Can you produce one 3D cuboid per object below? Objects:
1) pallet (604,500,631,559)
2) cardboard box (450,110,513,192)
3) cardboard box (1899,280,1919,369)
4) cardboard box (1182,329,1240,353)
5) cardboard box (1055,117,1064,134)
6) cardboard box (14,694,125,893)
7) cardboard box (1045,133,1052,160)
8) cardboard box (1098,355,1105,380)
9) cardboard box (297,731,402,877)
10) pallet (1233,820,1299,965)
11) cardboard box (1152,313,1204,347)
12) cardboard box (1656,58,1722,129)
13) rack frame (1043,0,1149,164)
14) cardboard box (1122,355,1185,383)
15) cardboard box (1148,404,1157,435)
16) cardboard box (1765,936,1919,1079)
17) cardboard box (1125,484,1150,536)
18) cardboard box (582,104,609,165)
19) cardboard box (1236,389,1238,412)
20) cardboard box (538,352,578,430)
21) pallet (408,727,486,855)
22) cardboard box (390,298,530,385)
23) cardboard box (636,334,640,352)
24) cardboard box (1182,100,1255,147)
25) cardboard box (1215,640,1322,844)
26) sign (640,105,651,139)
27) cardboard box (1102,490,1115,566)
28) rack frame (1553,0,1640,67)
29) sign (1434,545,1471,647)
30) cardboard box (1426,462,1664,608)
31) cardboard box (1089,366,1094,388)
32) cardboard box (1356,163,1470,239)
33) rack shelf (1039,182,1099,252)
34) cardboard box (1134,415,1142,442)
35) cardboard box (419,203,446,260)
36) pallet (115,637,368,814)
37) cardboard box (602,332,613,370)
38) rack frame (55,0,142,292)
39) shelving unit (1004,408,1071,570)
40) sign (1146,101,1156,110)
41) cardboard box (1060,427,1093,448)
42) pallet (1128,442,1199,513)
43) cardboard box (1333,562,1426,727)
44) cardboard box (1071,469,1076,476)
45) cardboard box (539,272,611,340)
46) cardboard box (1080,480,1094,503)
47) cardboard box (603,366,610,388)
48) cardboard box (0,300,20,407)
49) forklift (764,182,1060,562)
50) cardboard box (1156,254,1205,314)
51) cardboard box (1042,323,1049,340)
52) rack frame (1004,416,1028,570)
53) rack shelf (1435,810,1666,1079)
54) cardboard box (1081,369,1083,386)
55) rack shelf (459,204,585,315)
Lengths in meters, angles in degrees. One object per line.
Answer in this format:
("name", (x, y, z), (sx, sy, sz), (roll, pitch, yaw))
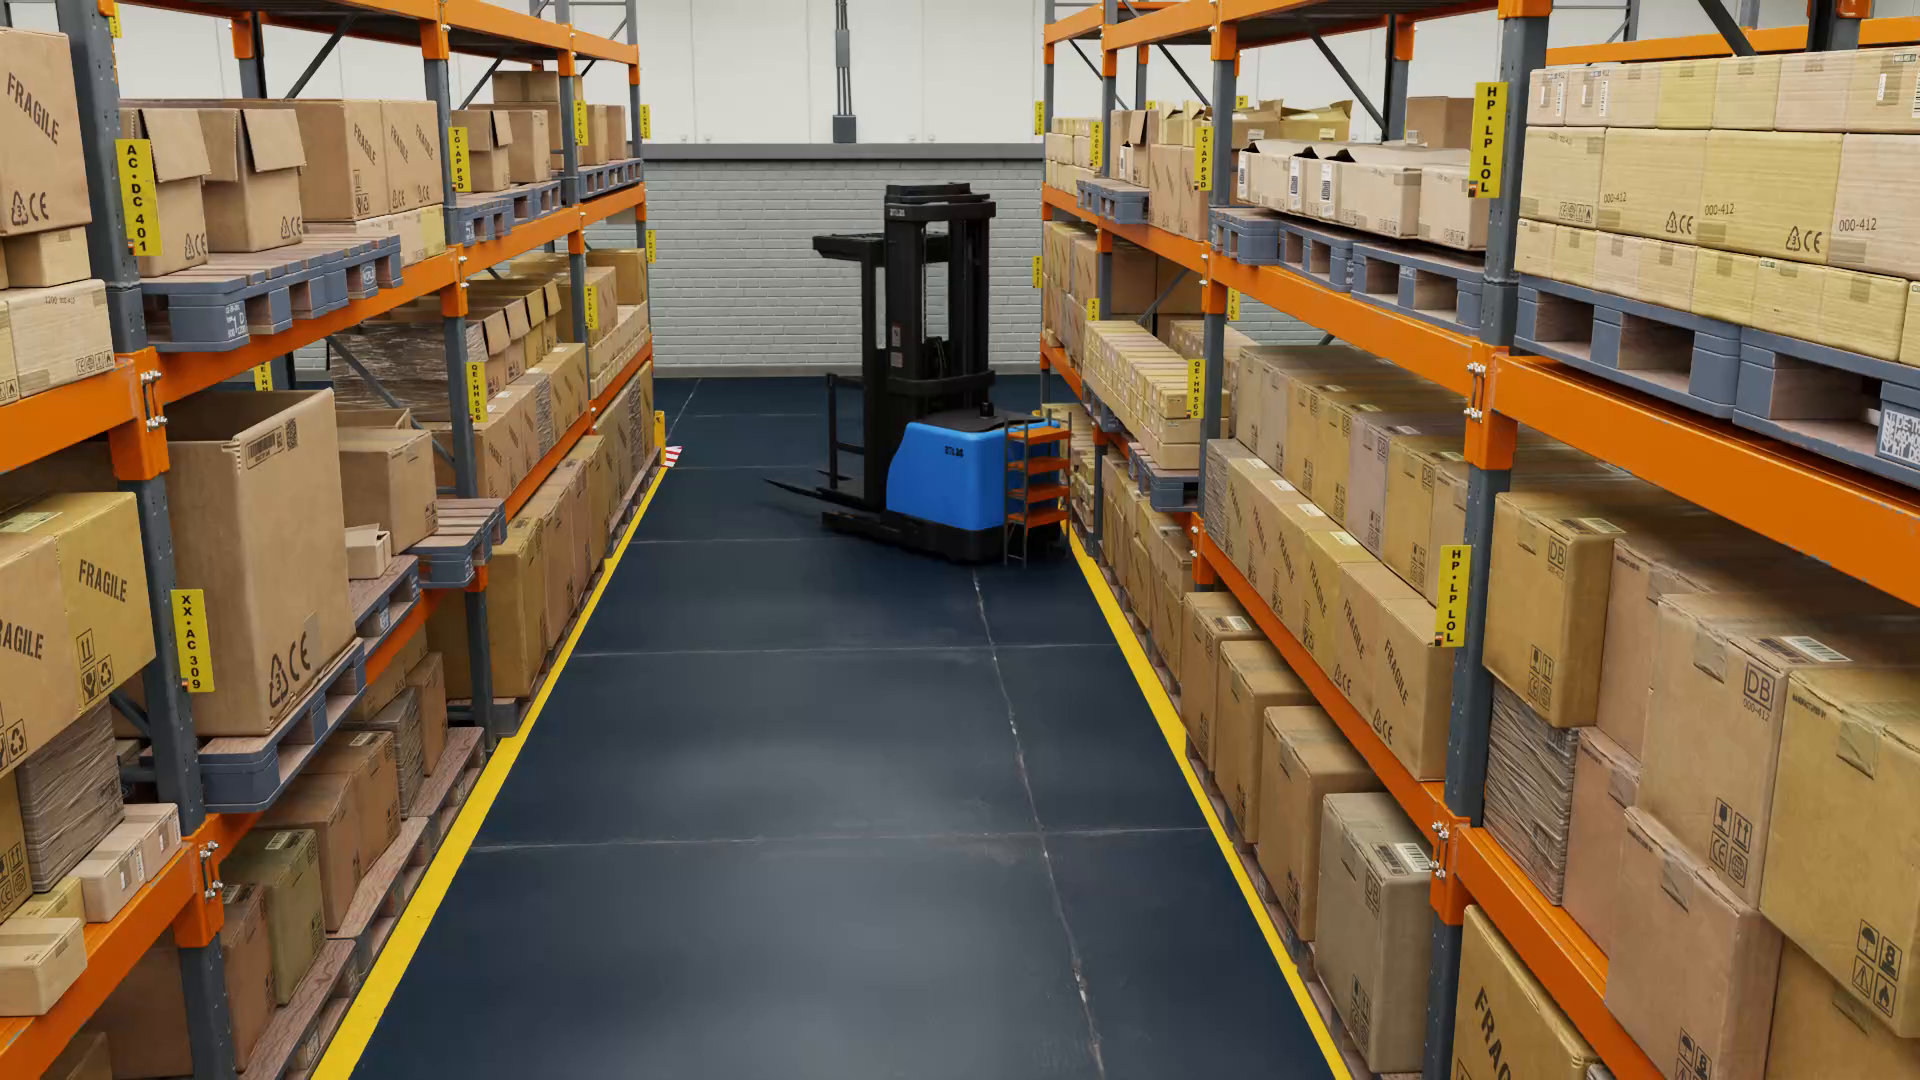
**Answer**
("pallet", (-3.349, -0.091, 13.957), (1.003, 0.211, 1.213), (-1, 14, -3))
("cardboard box", (-3.280, -2.470, 10.538), (0.797, 0.503, 0.637), (-1, 14, -4))
("cardboard box", (1.868, -0.358, 2.839), (0.380, 0.149, 0.250), (-1, 14, -3))
("cardboard box", (1.828, -1.445, 12.089), (0.380, 0.149, 0.250), (-1, 14, -5))
("cardboard box", (1.078, -3.836, 15.394), (0.380, 0.149, 0.250), (-1, 14, -3))
("cardboard box", (-2.918, 0.659, 4.649), (0.875, 0.500, 0.500), (-1, 14, -3))
("cardboard box", (1.098, -3.804, 16.070), (0.500, 0.250, 0.500), (-1, 14, -3))
("cardboard box", (1.194, -1.230, 11.853), (0.380, 0.149, 0.250), (-2, 15, -6))
("cardboard box", (-2.981, 1.186, 7.531), (0.700, 0.500, 0.500), (0, 14, 1))
("pallet", (1.871, 1.542, 7.608), (1.003, 0.211, 1.213), (-1, 14, -3))
("cardboard box", (1.798, -1.622, 13.514), (0.500, 0.500, 0.500), (-1, 14, -4))
("cardboard box", (1.804, -0.997, 3.722), (0.380, 0.149, 0.250), (-1, 14, -4))
("rack frame", (1.329, -5.203, 16.189), (1.000, 3.000, 0.127), (-1, 14, -3))
("cardboard box", (1.259, -1.114, 10.805), (0.380, 0.149, 0.250), (0, 14, -1))
("cardboard box", (1.322, -0.716, 9.854), (0.380, 0.149, 0.250), (0, 14, -1))
("cardboard box", (2.213, 1.109, 3.397), (0.875, 0.550, 0.500), (-1, 14, -3))
("cardboard box", (1.422, -0.212, 11.498), (0.500, 0.250, 0.500), (0, 14, -1))
("cardboard box", (-3.408, -3.464, 14.206), (0.700, 0.500, 0.500), (0, 14, -1))
("cardboard box", (1.941, -0.854, 10.389), (0.380, 0.149, 0.250), (-1, 14, -3))
("cardboard box", (-3.054, -1.065, 11.943), (0.500, 0.500, 0.500), (0, 14, -2))
("pallet", (-3.085, 1.288, 8.596), (1.003, 0.211, 1.213), (-1, 14, -3))
("cardboard box", (-3.247, -1.302, 10.852), (0.797, 0.503, 0.637), (0, 14, -2))
("cardboard box", (-3.230, -1.852, 15.707), (0.380, 0.149, 0.250), (-1, 14, -2))
("cardboard box", (1.494, -2.404, 9.592), (0.396, 0.266, 0.258), (-1, 14, -3))
("cardboard box", (1.830, 0.948, 7.993), (1.050, 0.750, 0.750), (-1, 14, -3))
("sign", (-3.085, -4.094, 16.282), (0.100, 0.325, 0.005), (-1, 14, -3))
("cardboard box", (1.358, -0.108, 12.599), (0.500, 0.500, 0.500), (0, 14, -1))
("rack frame", (6.264, -5.305, 16.584), (1.000, 3.000, 0.127), (-1, 14, -3))
("sign", (1.532, 0.175, 5.161), (0.100, 0.325, 0.005), (-1, 14, -3))
("cardboard box", (2.036, 0.031, 5.680), (0.700, 0.500, 0.500), (-1, 14, -4))
("cardboard box", (1.165, -1.211, 12.373), (0.380, 0.149, 0.250), (-1, 14, -3))
("cardboard box", (1.777, -1.249, 6.098), (0.500, 0.250, 0.500), (-1, 14, -4))
("rack shelf", (1.453, -2.905, 14.719), (1.077, 0.370, 4.000), (-1, 14, -3))
("cardboard box", (1.294, -0.693, 10.362), (0.380, 0.149, 0.250), (-1, 14, -4))
("cardboard box", (-2.858, -1.522, 8.204), (0.500, 0.250, 0.500), (-1, 14, -3))
("pallet", (-2.786, 0.639, 5.909), (1.003, 0.211, 1.213), (-1, 14, -3))
("cardboard box", (-3.173, -1.567, 13.803), (0.500, 0.250, 0.500), (-1, 14, -4))
("rack frame", (-2.884, -2.167, 4.390), (1.000, 3.000, 0.127), (-1, 14, -3))
("shelving unit", (0.615, -0.408, 13.206), (0.503, 1.200, 0.258), (-13, 19, -41))
("sign", (1.884, -4.183, 16.466), (0.100, 0.325, 0.005), (-1, 14, -3))
("cardboard box", (1.124, -0.946, 15.368), (0.380, 0.149, 0.250), (-1, 14, -3))
("pallet", (1.674, -0.391, 9.910), (1.213, 0.211, 1.003), (-1, 14, -3))
("cardboard box", (1.742, 0.387, 6.302), (0.500, 0.500, 0.500), (-1, 14, -4))
("cardboard box", (1.200, -0.541, 14.988), (0.380, 0.149, 0.250), (-1, 14, -2))
("cardboard box", (-3.177, -1.932, 13.713), (0.500, 0.500, 0.500), (-1, 14, -3))
("cardboard box", (1.211, -0.410, 13.882), (0.380, 0.149, 0.250), (-2, 15, -6))
("cardboard box", (-3.099, -1.339, 13.716), (0.380, 0.149, 0.250), (0, 14, -2))
("cardboard box", (-2.573, -0.402, 3.852), (0.500, 0.250, 0.500), (-1, 14, -2))
("forklift", (-0.539, -1.544, 14.145), (1.130, 2.935, 3.031), (-13, 19, -41))
("cardboard box", (1.792, -2.096, 13.347), (0.500, 0.500, 0.500), (-1, 14, -2))
("cardboard box", (1.022, -2.090, 16.635), (0.380, 0.149, 0.250), (-1, 14, -4))
("rack frame", (0.437, -0.367, 13.044), (0.015, 1.200, 0.240), (-13, 19, -41))
("rack shelf", (2.197, 1.533, 3.494), (1.077, 0.370, 4.000), (-1, 14, -3))
("cardboard box", (1.201, -1.311, 13.606), (0.380, 0.149, 0.250), (-1, 14, -5))
("rack shelf", (-3.256, -1.858, 10.653), (1.077, 0.370, 4.000), (-1, 14, -3))
